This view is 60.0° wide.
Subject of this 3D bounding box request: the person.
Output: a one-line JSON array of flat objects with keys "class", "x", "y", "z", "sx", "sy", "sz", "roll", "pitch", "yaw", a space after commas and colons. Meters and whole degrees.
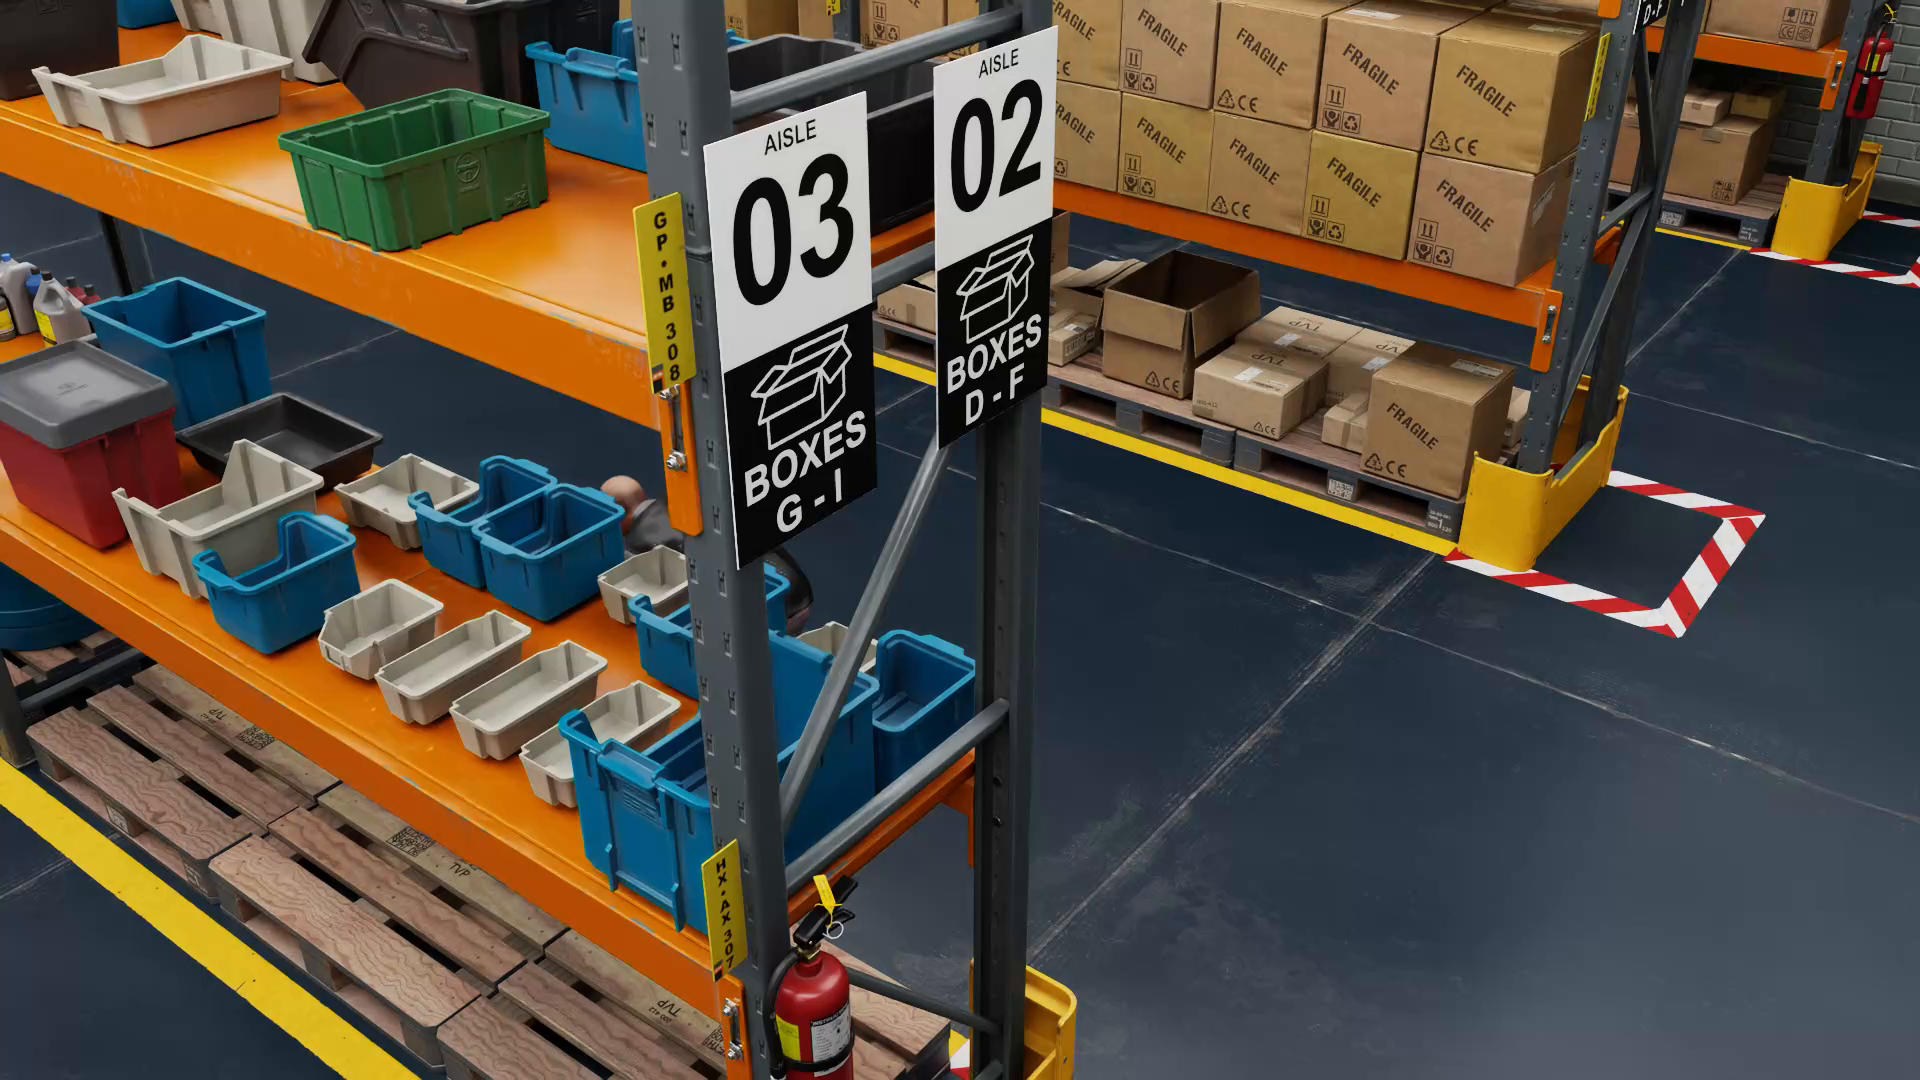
[{"class": "person", "x": -0.999, "y": 0.269, "z": 6.457, "sx": 0.897, "sy": 0.961, "sz": 0.506, "roll": 20, "pitch": 36, "yaw": 30}]
